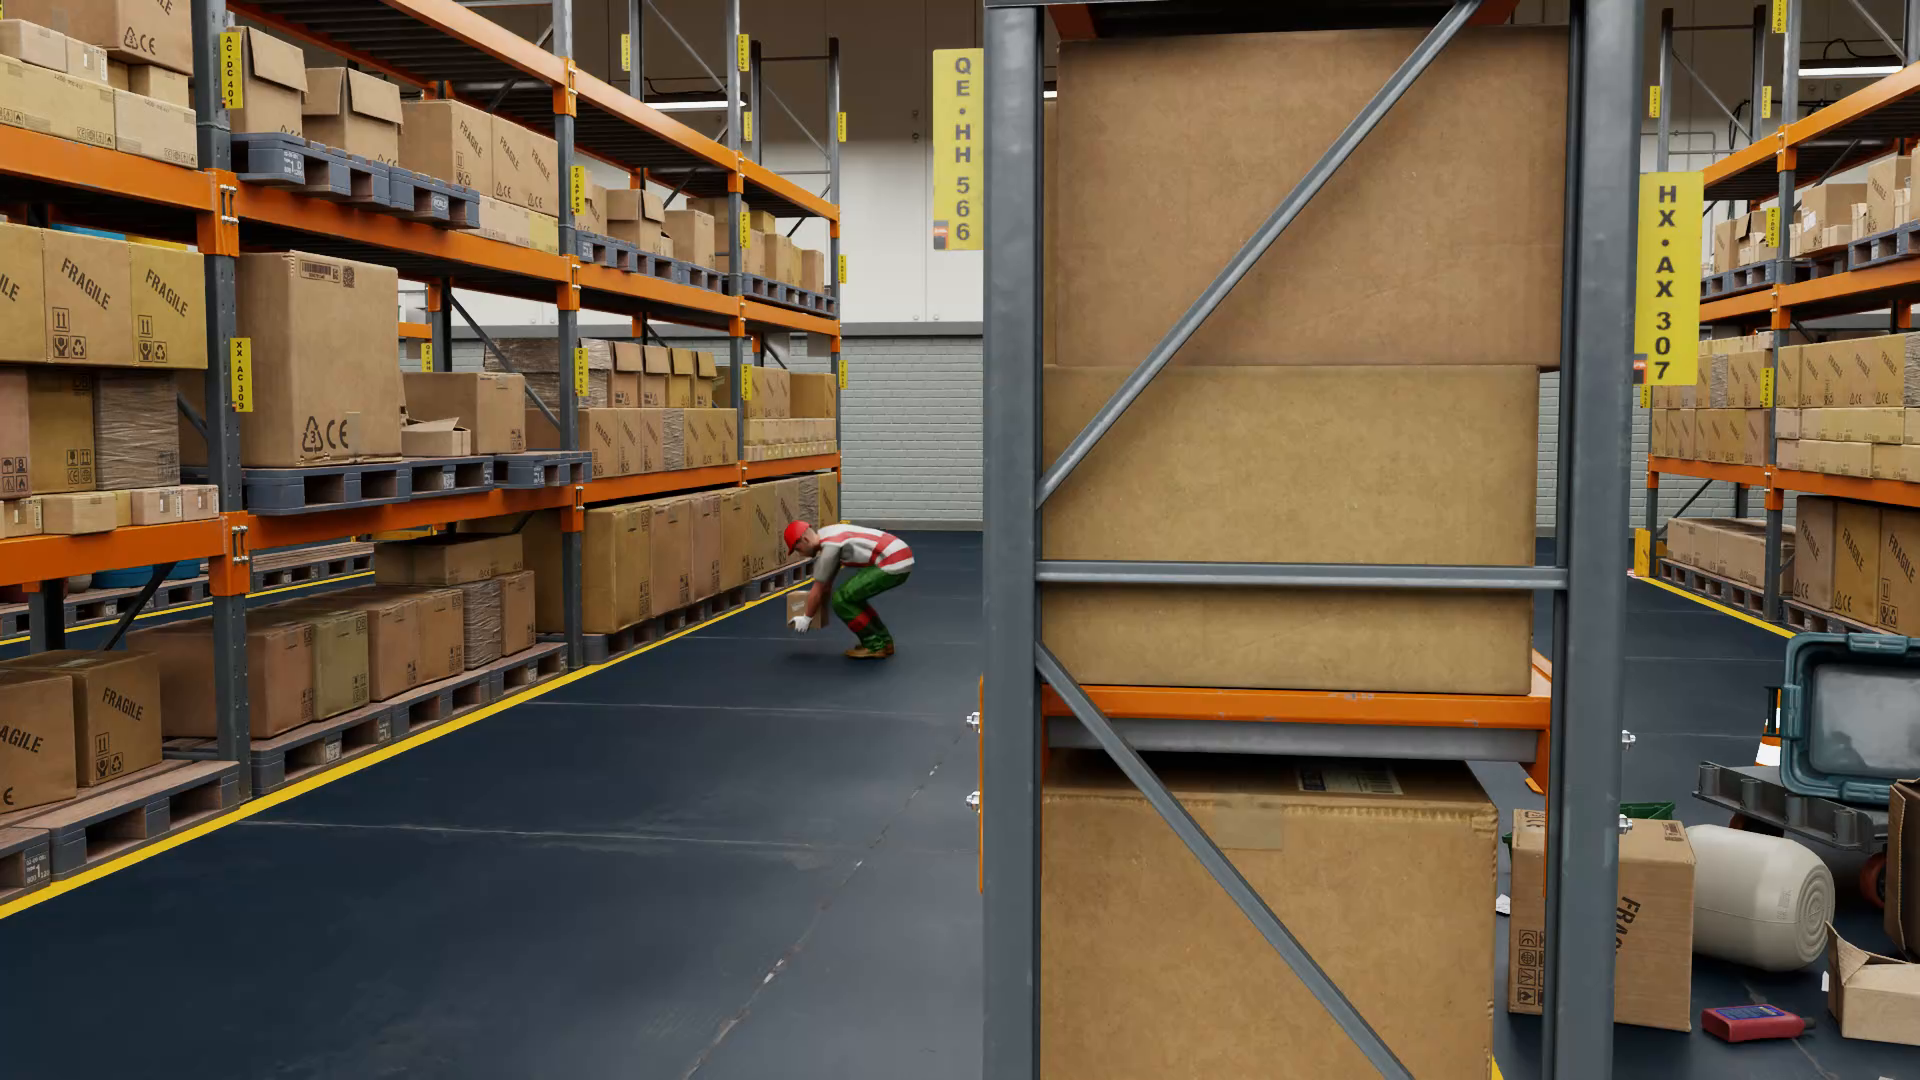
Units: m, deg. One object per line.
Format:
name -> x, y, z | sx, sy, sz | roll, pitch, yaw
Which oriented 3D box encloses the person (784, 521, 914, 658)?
person -> -0.805, 0.353, 12.083 | 0.946, 0.985, 0.535 | 0, 4, 6
